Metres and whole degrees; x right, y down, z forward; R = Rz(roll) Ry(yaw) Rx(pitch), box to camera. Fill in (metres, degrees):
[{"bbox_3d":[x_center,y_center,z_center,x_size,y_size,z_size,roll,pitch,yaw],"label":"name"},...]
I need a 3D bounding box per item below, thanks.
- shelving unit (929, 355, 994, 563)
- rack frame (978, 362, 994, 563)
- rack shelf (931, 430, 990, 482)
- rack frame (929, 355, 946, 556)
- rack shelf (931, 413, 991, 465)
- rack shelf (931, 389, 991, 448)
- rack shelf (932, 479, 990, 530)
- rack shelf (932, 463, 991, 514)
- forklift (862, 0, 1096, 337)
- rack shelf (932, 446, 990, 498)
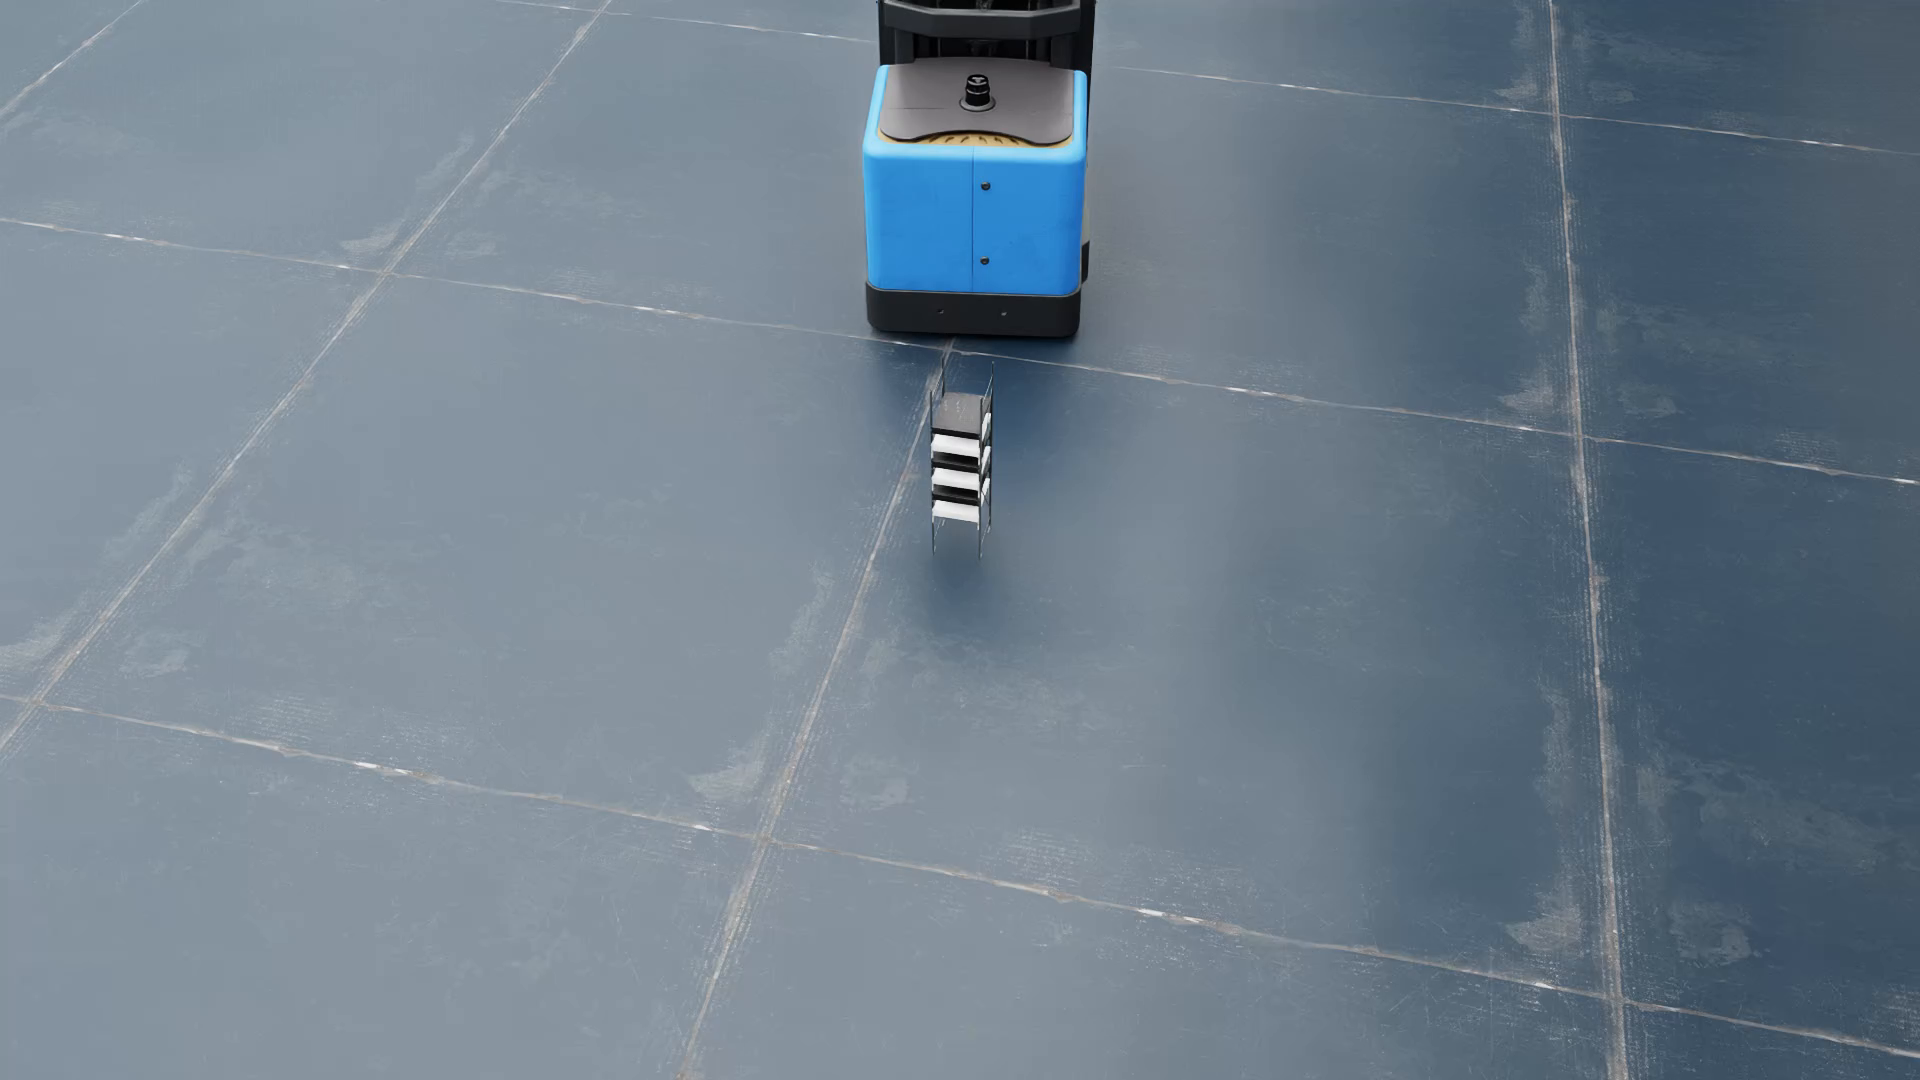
[{"bbox_3d":[0.008,-0.323,6.897,0.210,0.900,0.258,9,45,9],"label":"shelving unit"},{"bbox_3d":[0.107,-0.308,6.881,0.006,0.900,0.240,9,45,9],"label":"rack frame"},{"bbox_3d":[0.008,-0.364,6.857,0.200,0.077,0.258,9,45,9],"label":"rack shelf"},{"bbox_3d":[-0.091,-0.338,6.913,0.006,0.900,0.240,9,45,9],"label":"rack frame"},{"bbox_3d":[0.008,-0.429,6.795,0.200,0.077,0.258,9,45,9],"label":"rack shelf"},{"bbox_3d":[0.008,-0.493,6.733,0.200,0.077,0.258,9,45,9],"label":"rack shelf"},{"bbox_3d":[0.008,-0.169,7.045,0.200,0.077,0.258,9,45,9],"label":"rack shelf"},{"bbox_3d":[0.008,-0.234,6.982,0.200,0.077,0.258,9,45,9],"label":"rack shelf"},{"bbox_3d":[0.148,-3.063,8.278,1.130,2.935,3.031,2,44,2],"label":"forklift"},{"bbox_3d":[0.008,-0.299,6.920,0.200,0.077,0.258,9,45,9],"label":"rack shelf"}]
